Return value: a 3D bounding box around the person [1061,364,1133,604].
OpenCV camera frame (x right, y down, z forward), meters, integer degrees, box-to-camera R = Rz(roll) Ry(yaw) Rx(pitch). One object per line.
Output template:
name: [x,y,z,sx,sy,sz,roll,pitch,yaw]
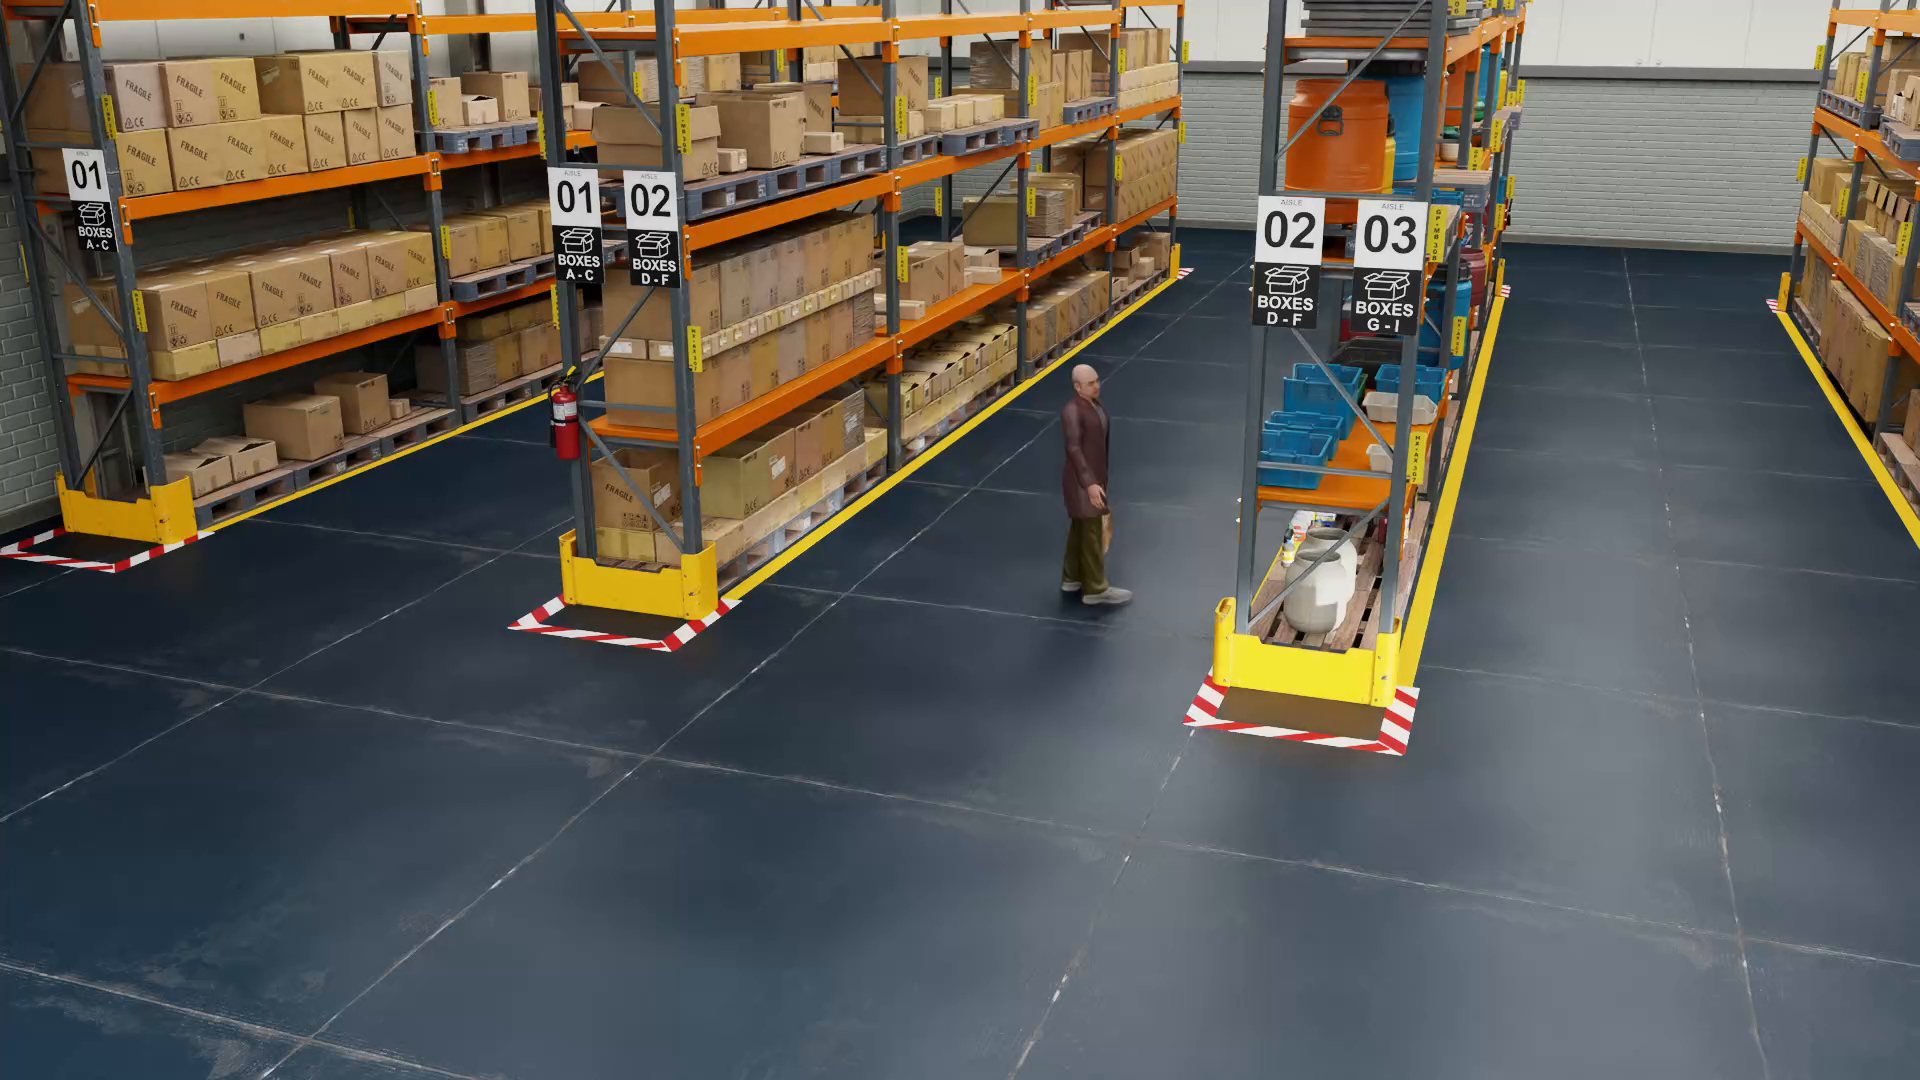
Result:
person: [1.030,-0.416,12.258,0.586,1.785,0.609,6,19,16]
